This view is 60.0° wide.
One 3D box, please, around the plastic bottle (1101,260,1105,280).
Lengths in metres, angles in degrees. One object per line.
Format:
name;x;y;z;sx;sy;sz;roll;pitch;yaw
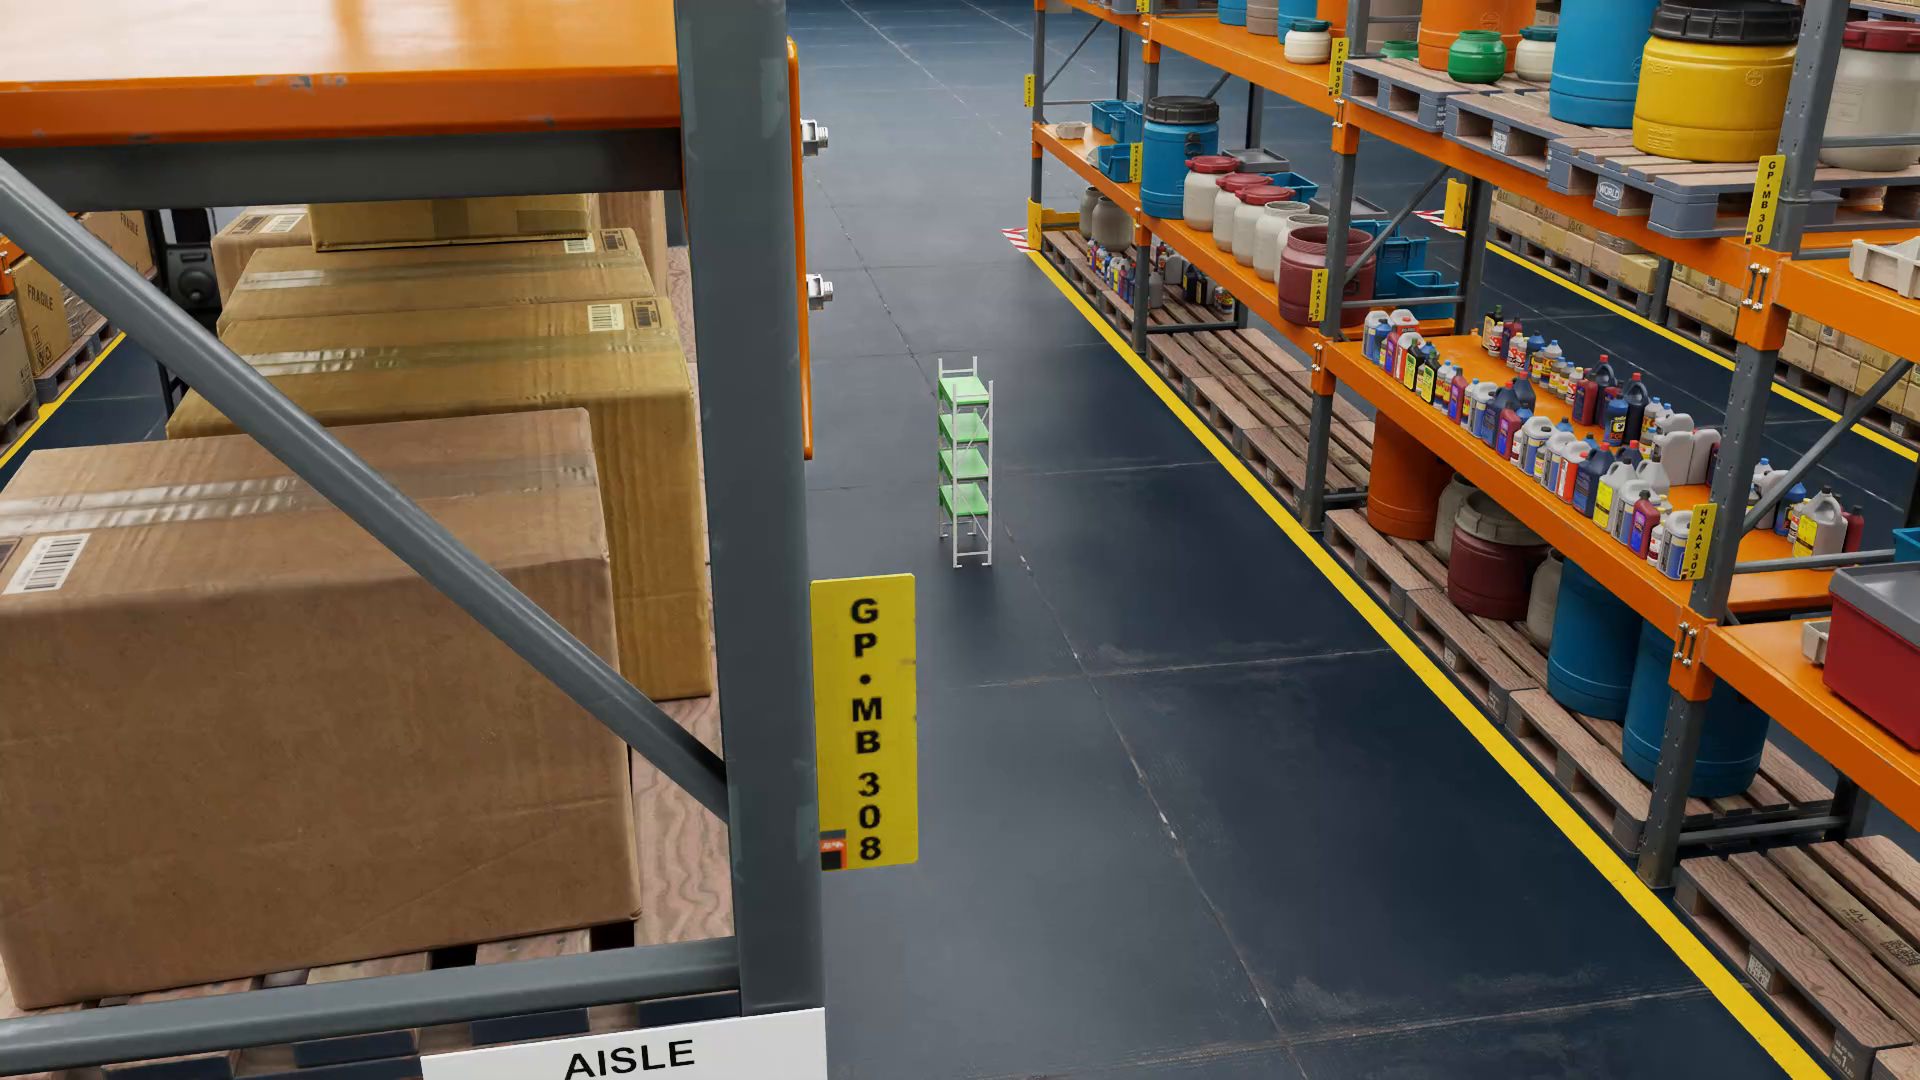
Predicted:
plastic bottle;1.399;-2.595;15.890;0.097;0.201;0.097;0;24;0

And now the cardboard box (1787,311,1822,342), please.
cardboard box;6.995;-1.820;13.380;0.500;0.311;0.500;-4;24;-8

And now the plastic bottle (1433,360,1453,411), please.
plastic bottle;2.659;-0.852;9.114;0.097;0.271;0.097;0;24;0

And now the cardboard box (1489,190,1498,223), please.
cardboard box;6.019;-3.695;18.373;0.500;0.250;0.500;-4;24;-10

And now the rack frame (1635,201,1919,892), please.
rack frame;3.489;0.095;6.784;1.000;3.000;0.127;-4;24;-10

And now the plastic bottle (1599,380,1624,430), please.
plastic bottle;3.454;-0.718;8.791;0.061;0.283;0.133;-4;24;-10

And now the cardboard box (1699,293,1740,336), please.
cardboard box;6.802;-1.971;14.425;0.500;0.250;0.500;-4;24;-8

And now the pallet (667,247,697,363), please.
pallet;-1.238;-0.549;4.623;1.003;0.211;1.213;-4;24;-10

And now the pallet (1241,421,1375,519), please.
pallet;2.644;-0.508;11.649;1.003;0.211;1.213;-4;24;-10

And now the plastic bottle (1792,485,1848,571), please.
plastic bottle;3.735;-0.060;7.202;0.144;0.351;0.185;-4;24;-10

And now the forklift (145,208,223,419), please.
forklift;-4.881;-1.790;11.187;1.130;2.935;3.031;-4;24;-9

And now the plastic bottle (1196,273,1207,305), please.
plastic bottle;2.190;-2.283;15.074;0.061;0.283;0.133;-4;24;-10

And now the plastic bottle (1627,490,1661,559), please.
plastic bottle;3.011;-0.070;7.308;0.061;0.283;0.133;-4;24;-10

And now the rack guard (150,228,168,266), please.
rack guard;-8.495;-2.795;16.524;1.175;0.500;0.348;-4;24;-10

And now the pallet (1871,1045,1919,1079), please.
pallet;3.892;2.140;5.585;1.003;0.211;1.213;-4;24;-10

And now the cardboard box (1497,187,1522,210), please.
cardboard box;6.113;-3.842;17.773;0.500;0.500;0.500;-4;24;-10

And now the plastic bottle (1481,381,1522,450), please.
plastic bottle;2.794;-0.653;8.558;0.144;0.351;0.185;-4;24;-10

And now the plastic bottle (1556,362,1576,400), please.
plastic bottle;3.397;-0.892;9.293;0.097;0.201;0.097;0;24;0

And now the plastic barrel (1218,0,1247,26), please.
plastic barrel;2.317;-4.472;12.867;0.600;0.901;0.708;-4;24;-10

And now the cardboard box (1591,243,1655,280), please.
cardboard box;6.495;-2.712;16.124;0.500;0.250;0.500;-4;24;-10

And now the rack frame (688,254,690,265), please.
rack frame;-1.379;0.462;5.945;1.000;3.000;0.127;-4;24;-10

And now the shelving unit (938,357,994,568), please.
shelving unit;0.031;-0.485;10.361;0.258;1.200;0.503;-4;24;-10

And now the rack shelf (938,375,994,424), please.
rack shelf;0.031;-0.866;10.194;0.258;0.148;0.480;-4;24;-10

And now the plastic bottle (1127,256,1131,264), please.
plastic bottle;1.590;-2.515;15.605;0.061;0.283;0.133;-4;24;-10

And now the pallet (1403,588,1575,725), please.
pallet;3.158;0.586;9.145;1.003;0.211;1.213;-4;24;-10

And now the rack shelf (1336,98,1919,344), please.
rack shelf;3.119;-1.736;8.129;1.077;0.370;4.000;-4;24;-10

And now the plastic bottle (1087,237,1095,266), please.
plastic bottle;1.299;-2.840;16.364;0.097;0.271;0.097;0;24;0

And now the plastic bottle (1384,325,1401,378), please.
plastic bottle;2.527;-1.098;9.661;0.061;0.283;0.133;-4;24;-10

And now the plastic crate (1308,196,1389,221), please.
plastic crate;2.751;-2.166;11.881;0.402;0.464;0.583;-4;24;-10

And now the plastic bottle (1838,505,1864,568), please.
plastic bottle;3.840;-0.027;7.210;0.061;0.283;0.133;-4;24;-10

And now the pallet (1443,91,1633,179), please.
pallet;3.035;-1.940;7.932;1.003;0.211;1.213;-4;24;-10

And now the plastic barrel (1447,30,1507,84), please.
plastic barrel;2.719;-2.540;8.740;0.294;0.245;0.294;0;24;0

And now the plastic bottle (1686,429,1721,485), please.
plastic bottle;3.606;-0.422;8.124;0.152;0.276;0.135;-4;24;-10

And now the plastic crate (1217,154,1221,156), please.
plastic crate;2.038;-3.238;14.494;0.767;0.338;0.504;-4;24;-10

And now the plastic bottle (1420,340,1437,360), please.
plastic bottle;2.651;-1.000;9.452;0.097;0.271;0.097;0;24;0

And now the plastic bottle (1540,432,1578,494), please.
plastic bottle;2.913;-0.374;8.013;0.152;0.276;0.135;-4;24;-10

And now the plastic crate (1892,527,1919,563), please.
plastic crate;3.910;0.234;6.412;0.392;0.384;0.575;-4;24;-10

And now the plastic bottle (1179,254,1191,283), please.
plastic bottle;2.155;-2.629;15.781;0.144;0.351;0.185;-4;24;-10

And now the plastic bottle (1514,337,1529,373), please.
plastic bottle;3.307;-1.084;9.732;0.097;0.201;0.097;0;24;0

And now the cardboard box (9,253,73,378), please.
cardboard box;-7.799;-1.829;13.319;0.875;0.875;0.875;-4;24;-9

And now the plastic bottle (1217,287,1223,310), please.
plastic bottle;2.363;-2.168;14.914;0.097;0.201;0.097;0;24;0

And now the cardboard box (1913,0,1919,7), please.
cardboard box;7.269;-3.946;11.953;0.500;0.250;0.500;-5;24;-11

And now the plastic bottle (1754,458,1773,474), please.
plastic bottle;3.715;-0.248;7.730;0.097;0.271;0.097;0;24;0

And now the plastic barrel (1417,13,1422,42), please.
plastic barrel;2.993;-3.049;10.095;0.421;0.512;0.421;0;24;0

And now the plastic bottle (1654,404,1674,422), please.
plastic bottle;3.569;-0.559;8.443;0.097;0.271;0.097;0;24;0

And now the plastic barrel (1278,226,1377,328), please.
plastic barrel;2.366;-1.700;10.726;0.600;0.536;0.708;-4;24;-10

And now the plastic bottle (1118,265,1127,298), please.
plastic bottle;1.501;-2.377;15.288;0.061;0.283;0.133;-3;24;-6

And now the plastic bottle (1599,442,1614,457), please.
plastic bottle;3.057;-0.335;7.931;0.097;0.271;0.097;0;24;0

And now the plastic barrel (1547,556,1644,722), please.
plastic barrel;3.274;0.371;8.250;0.600;0.901;0.708;-4;24;-10

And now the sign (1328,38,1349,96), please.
sign;2.210;-2.761;9.707;0.100;0.325;0.005;-4;24;-10

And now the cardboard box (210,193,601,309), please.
cardboard box;-1.123;-0.465;3.546;0.700;0.500;0.500;-3;24;-7

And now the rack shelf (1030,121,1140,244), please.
rack shelf;1.640;-3.508;15.934;1.077;0.370;4.000;-4;24;-10

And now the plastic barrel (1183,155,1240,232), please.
plastic barrel;1.971;-2.721;13.063;0.433;0.535;0.433;0;24;0

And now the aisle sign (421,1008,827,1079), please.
aisle sign;-0.331;0.850;1.808;0.394;0.787;0.004;-4;24;-10

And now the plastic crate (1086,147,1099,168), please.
plastic crate;1.460;-3.550;15.461;0.530;0.136;0.437;-4;24;-10

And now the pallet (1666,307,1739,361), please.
pallet;7.053;-1.852;14.726;1.003;0.211;1.213;-4;24;-10

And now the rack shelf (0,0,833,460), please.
rack shelf;-1.009;-0.988;3.167;1.077;0.370;4.000;-4;24;-10
